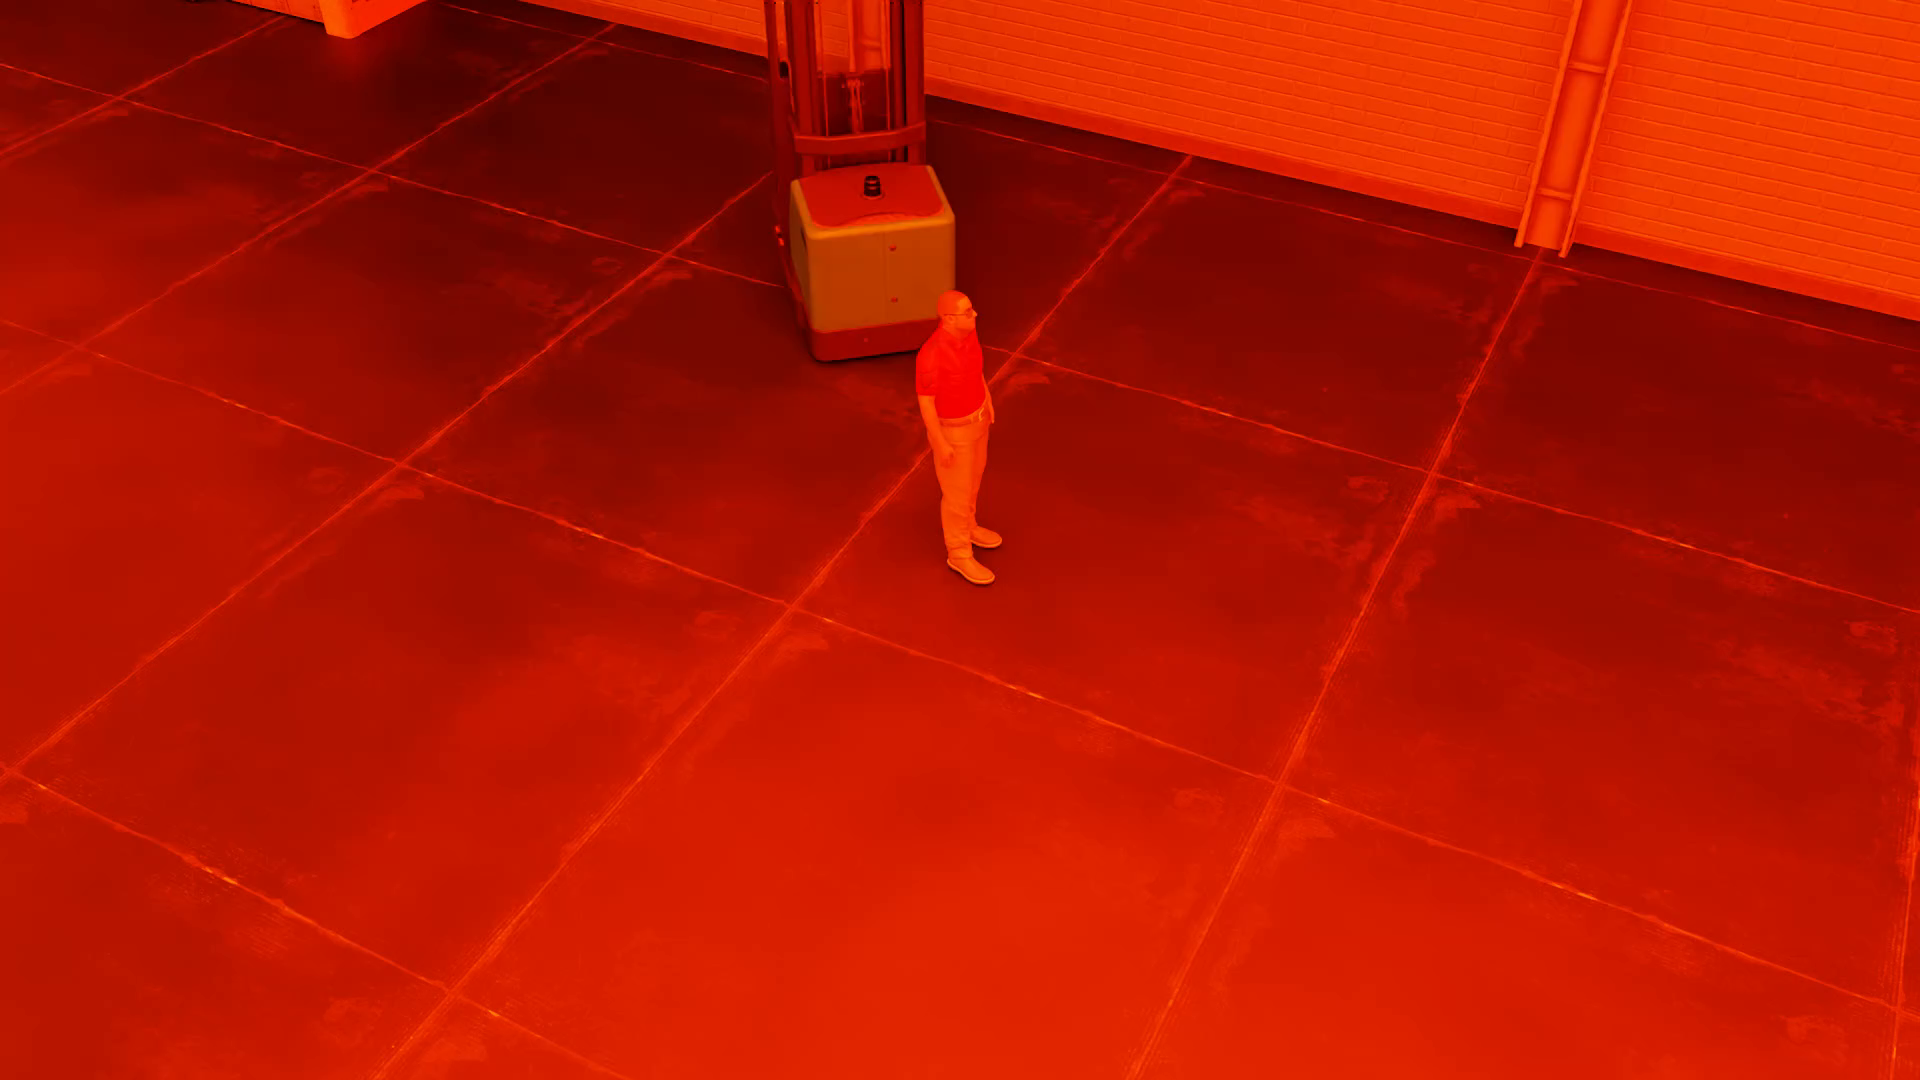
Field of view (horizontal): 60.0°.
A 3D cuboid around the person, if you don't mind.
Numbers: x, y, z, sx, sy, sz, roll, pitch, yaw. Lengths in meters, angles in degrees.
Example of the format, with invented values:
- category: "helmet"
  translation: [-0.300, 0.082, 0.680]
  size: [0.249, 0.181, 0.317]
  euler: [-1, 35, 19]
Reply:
- category: "person"
  translation: [0.075, -0.634, 9.661]
  size: [0.550, 1.727, 0.642]
  euler: [18, 43, 21]

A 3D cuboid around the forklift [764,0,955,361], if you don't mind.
- category: "forklift"
  translation: [-0.849, -3.331, 11.941]
  size: [1.130, 2.935, 3.031]
  euler: [-9, 41, -10]
